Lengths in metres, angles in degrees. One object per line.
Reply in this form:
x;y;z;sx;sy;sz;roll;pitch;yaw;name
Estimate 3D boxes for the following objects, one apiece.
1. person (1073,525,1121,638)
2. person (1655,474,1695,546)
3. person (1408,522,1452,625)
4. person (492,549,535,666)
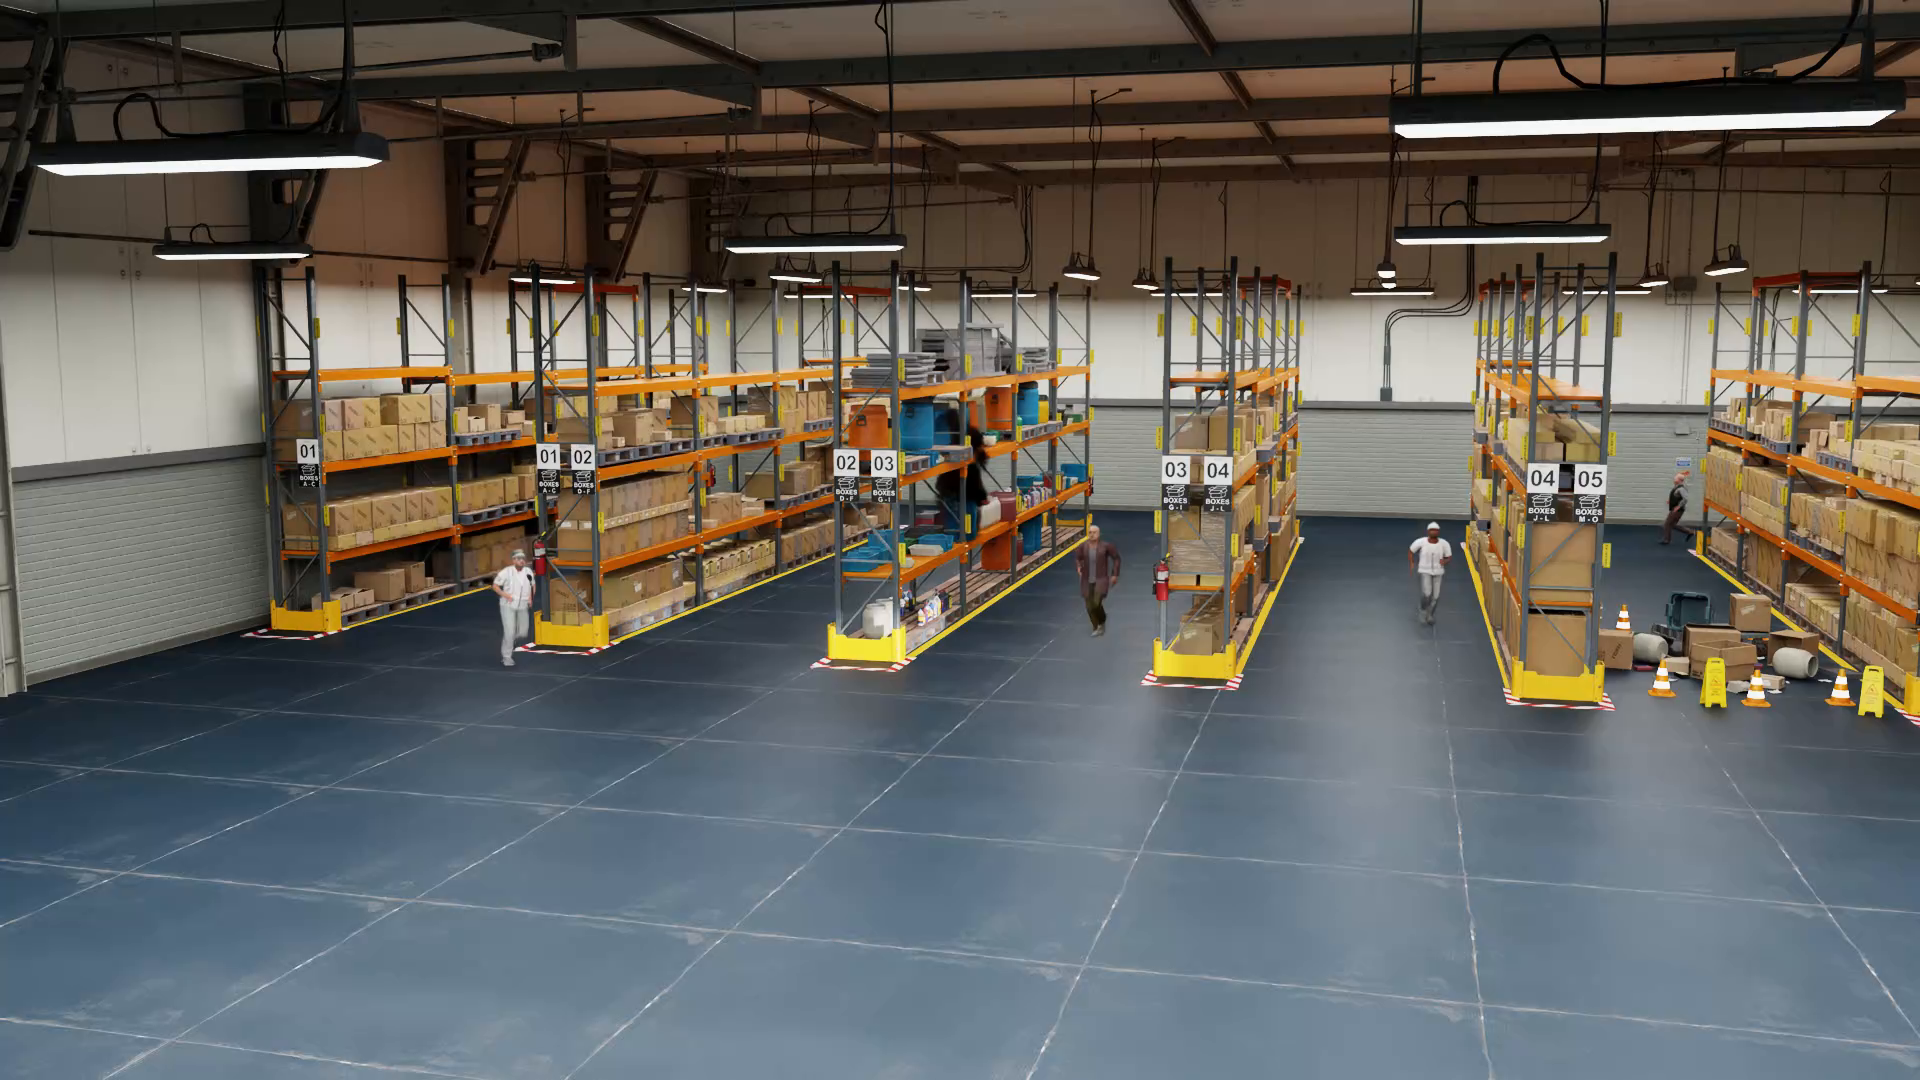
2.051;0.641;25.375;0.715;1.738;0.655;3;8;22;person
16.528;-0.684;38.315;0.850;1.685;0.708;3;8;19;person
7.961;0.570;28.097;0.679;1.741;0.678;0;7;4;person
-6.676;0.988;25.037;0.691;1.733;0.633;-5;9;-36;person
